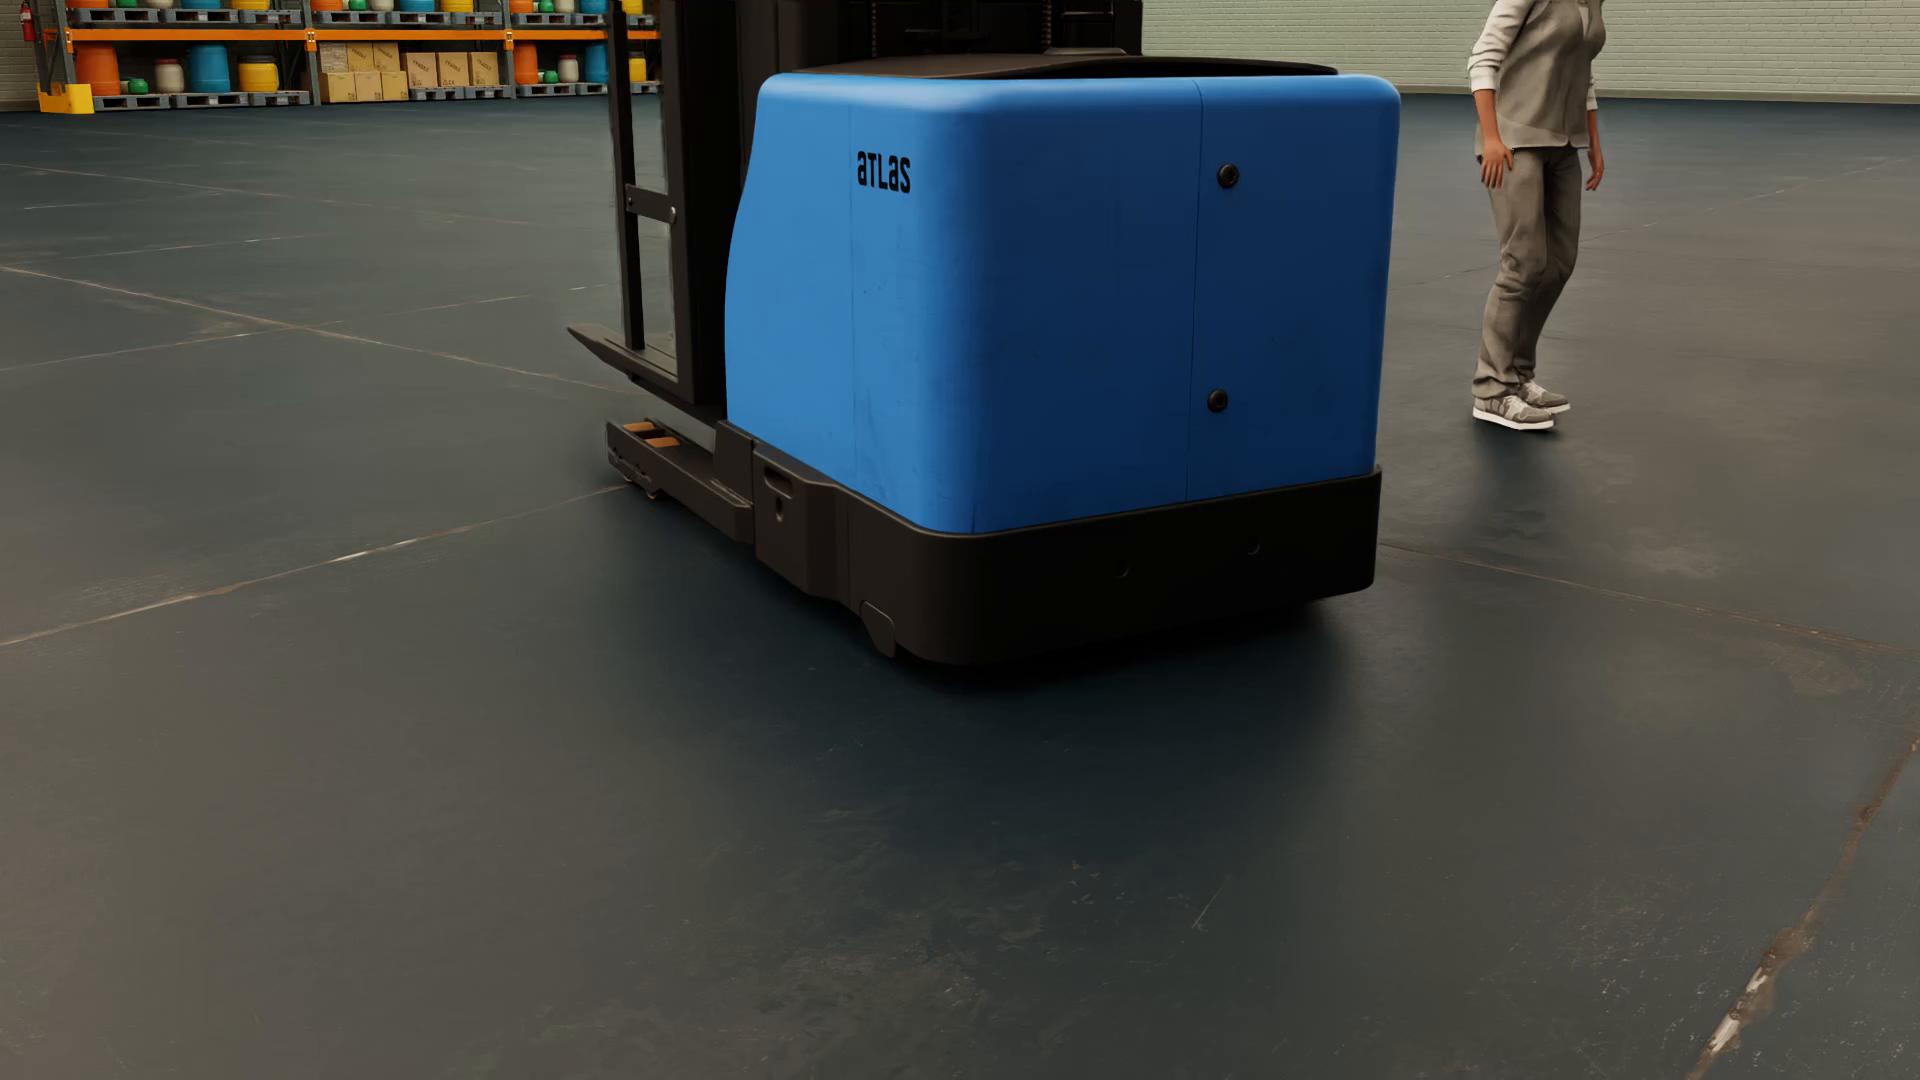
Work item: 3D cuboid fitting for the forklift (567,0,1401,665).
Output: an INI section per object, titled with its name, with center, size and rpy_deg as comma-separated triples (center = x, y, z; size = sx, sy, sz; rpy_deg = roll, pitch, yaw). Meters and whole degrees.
[forklift]
center = -0.288, -1.559, 4.031
size = 1.130, 2.935, 3.031
rpy_deg = -9, 19, -27

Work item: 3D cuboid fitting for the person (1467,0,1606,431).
[person]
center = 1.759, -1.141, 4.991
size = 0.560, 1.576, 0.397
rpy_deg = -13, 21, -37
